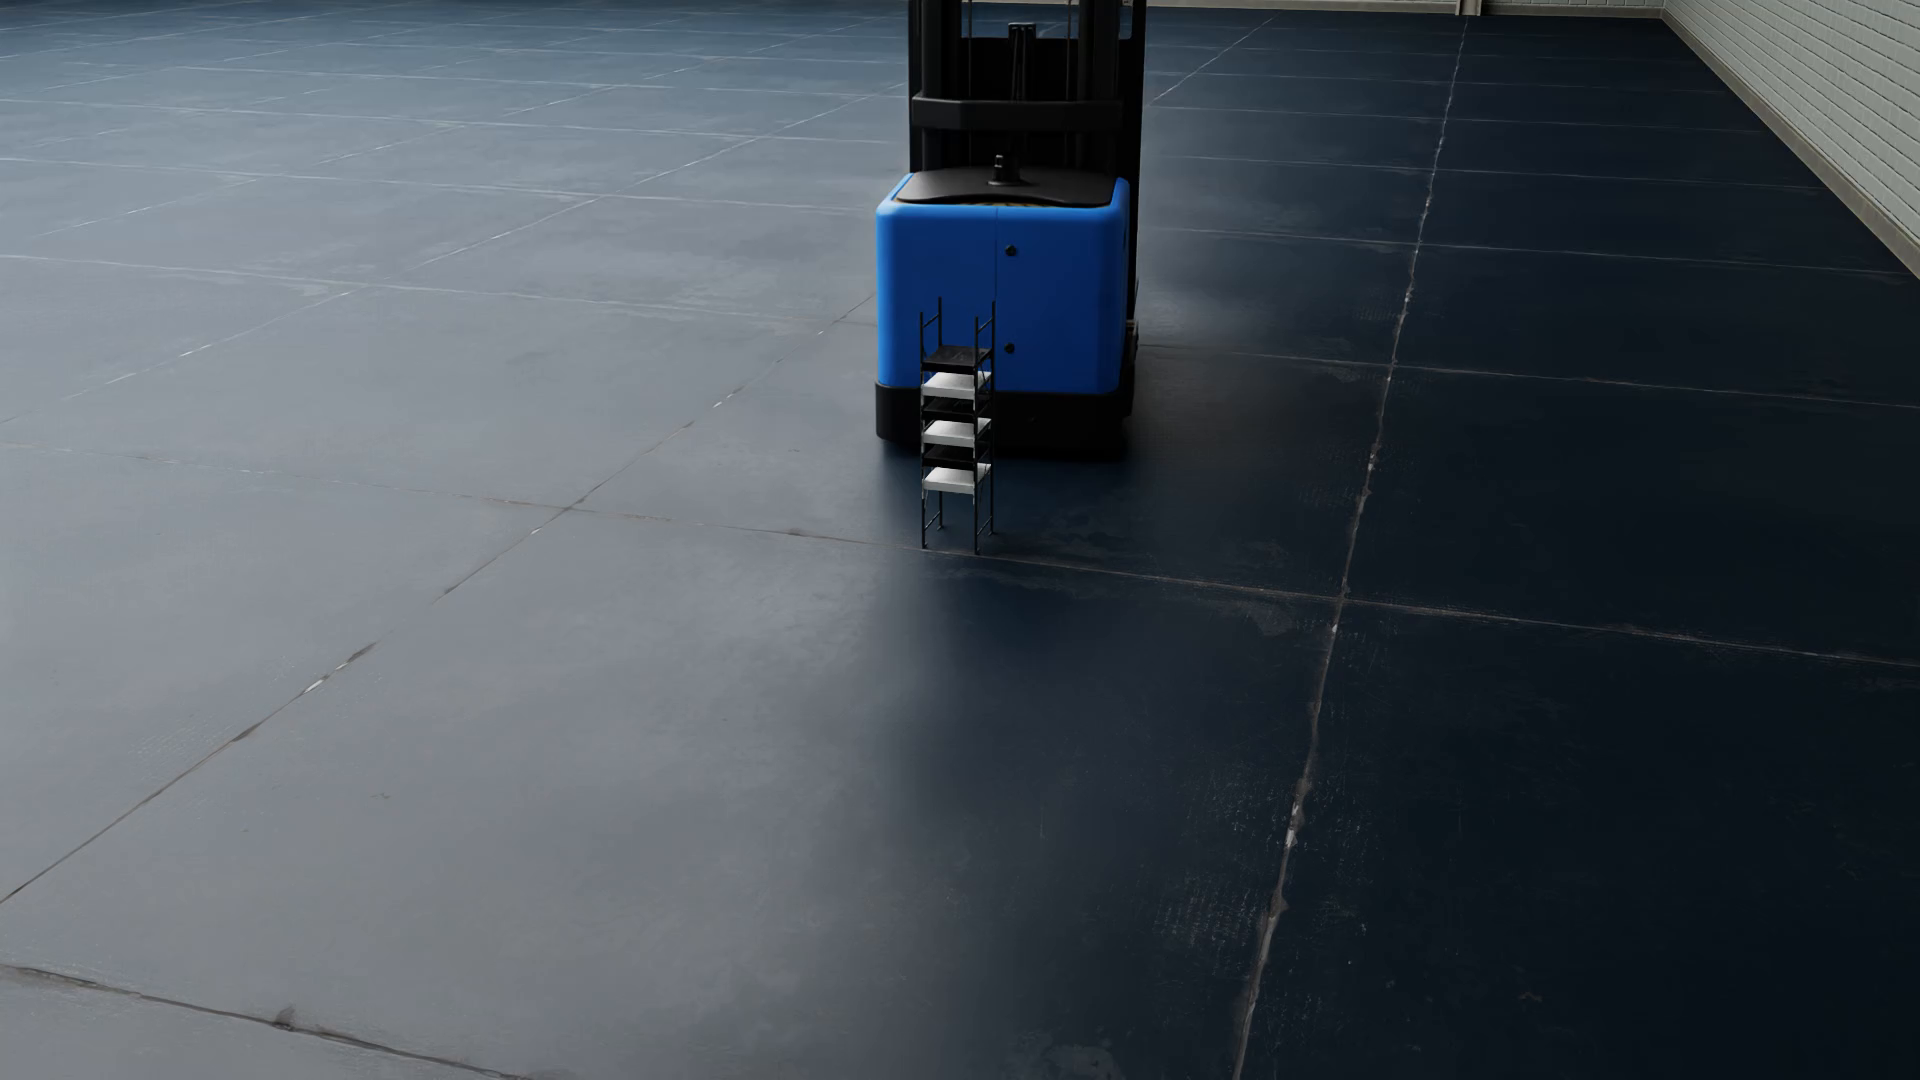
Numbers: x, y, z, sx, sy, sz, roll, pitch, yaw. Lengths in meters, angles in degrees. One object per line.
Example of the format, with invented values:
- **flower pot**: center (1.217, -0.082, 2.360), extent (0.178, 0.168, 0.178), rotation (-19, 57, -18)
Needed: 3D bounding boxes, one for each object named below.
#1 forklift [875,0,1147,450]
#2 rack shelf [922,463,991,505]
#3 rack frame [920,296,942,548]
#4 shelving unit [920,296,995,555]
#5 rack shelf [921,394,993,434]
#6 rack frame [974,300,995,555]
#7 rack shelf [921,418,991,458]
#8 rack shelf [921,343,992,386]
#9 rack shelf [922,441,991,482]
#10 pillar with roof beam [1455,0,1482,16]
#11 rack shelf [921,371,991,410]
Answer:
- **forklift**: center (0.336, -2.260, 7.917), extent (1.130, 2.935, 3.031), rotation (3, 22, 7)
- **rack shelf**: center (-0.008, -0.220, 6.182), extent (0.200, 0.077, 0.258), rotation (7, 23, 16)
- **rack frame**: center (-0.105, -0.428, 6.129), extent (0.006, 0.900, 0.240), rotation (7, 23, 16)
- **shelving unit**: center (-0.008, -0.417, 6.101), extent (0.210, 0.900, 0.258), rotation (7, 23, 16)
- **rack shelf**: center (-0.008, -0.470, 6.080), extent (0.200, 0.077, 0.258), rotation (7, 23, 16)
- **rack frame**: center (0.090, -0.406, 6.074), extent (0.006, 0.900, 0.240), rotation (7, 23, 16)
- **rack shelf**: center (-0.008, -0.386, 6.114), extent (0.200, 0.077, 0.258), rotation (7, 23, 16)
- **rack shelf**: center (-0.008, -0.636, 6.012), extent (0.200, 0.077, 0.258), rotation (7, 23, 16)
- **rack shelf**: center (-0.008, -0.303, 6.148), extent (0.200, 0.077, 0.258), rotation (7, 23, 16)
- **pillar with roof beam**: center (7.102, -11.229, 21.788), extent (0.400, 9.000, 9.100), rotation (7, 23, 16)
- **rack shelf**: center (-0.008, -0.553, 6.046), extent (0.200, 0.077, 0.258), rotation (7, 23, 16)
